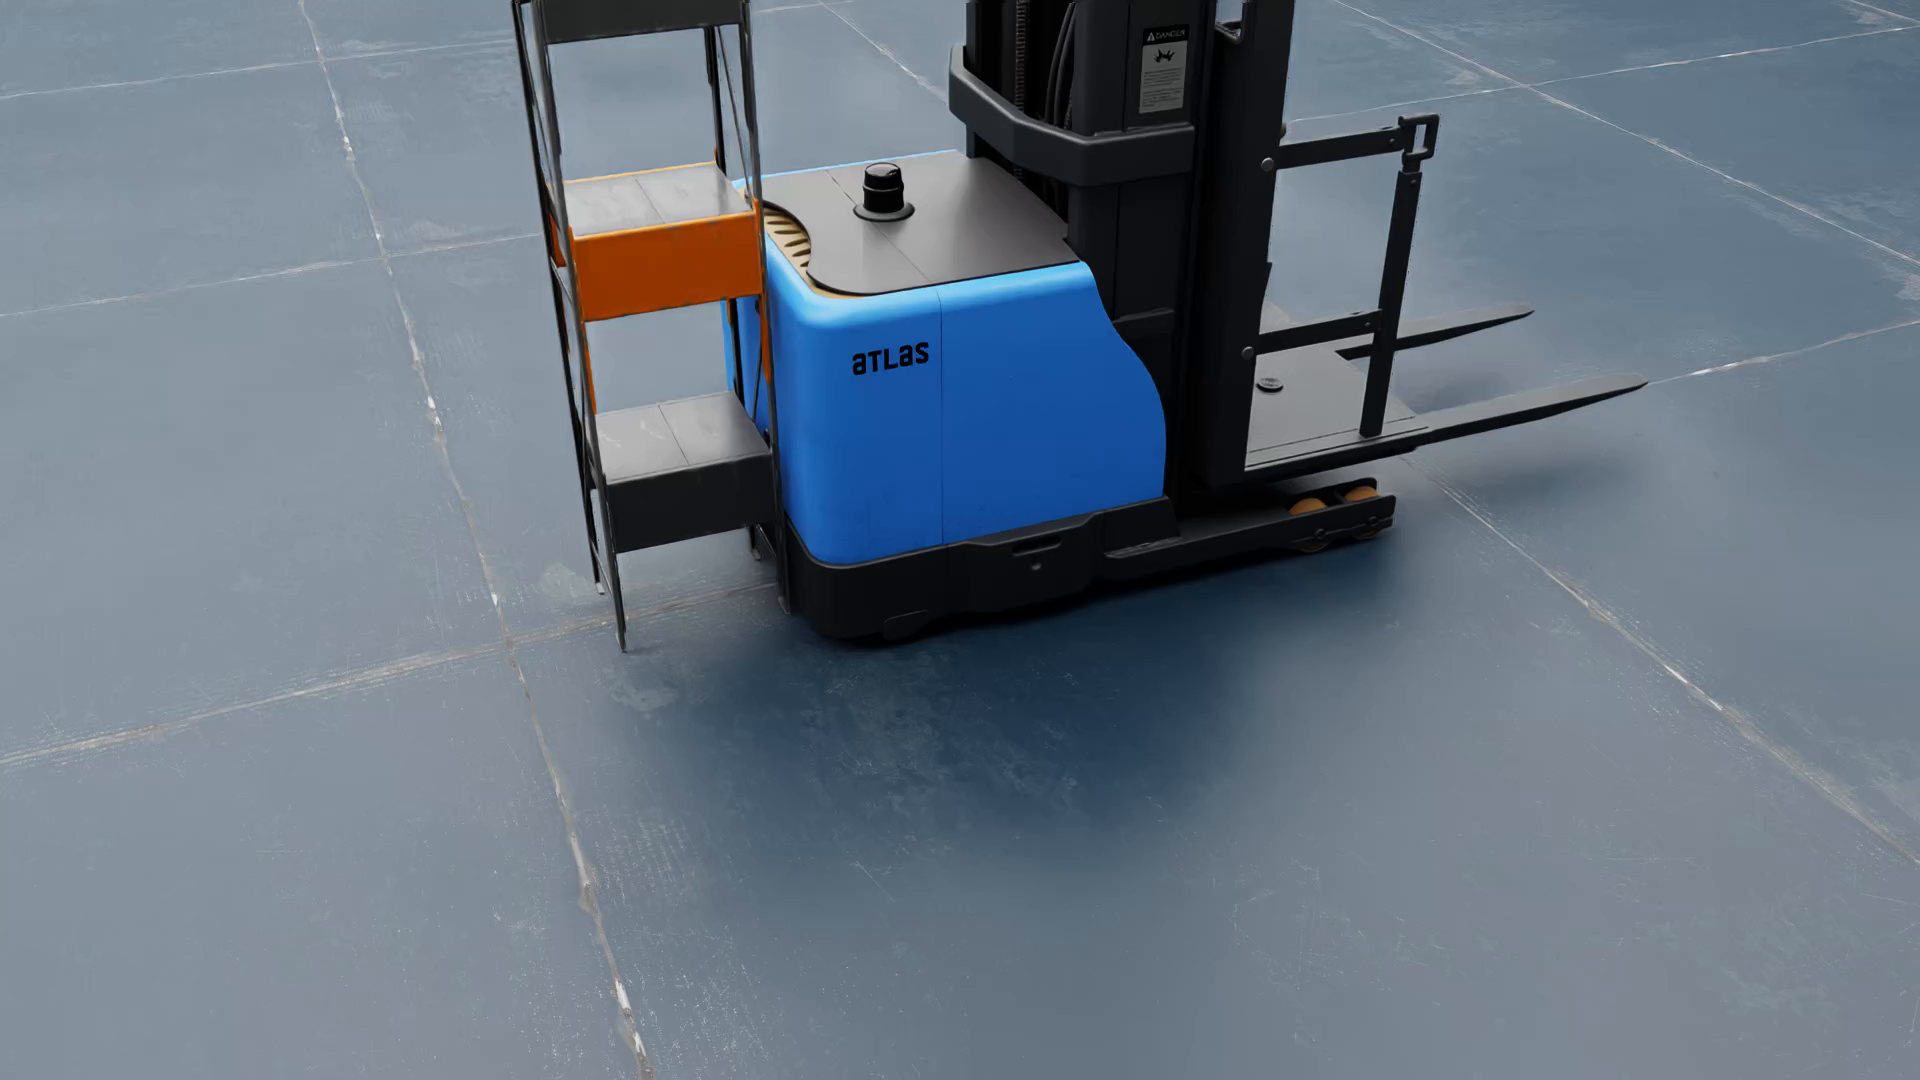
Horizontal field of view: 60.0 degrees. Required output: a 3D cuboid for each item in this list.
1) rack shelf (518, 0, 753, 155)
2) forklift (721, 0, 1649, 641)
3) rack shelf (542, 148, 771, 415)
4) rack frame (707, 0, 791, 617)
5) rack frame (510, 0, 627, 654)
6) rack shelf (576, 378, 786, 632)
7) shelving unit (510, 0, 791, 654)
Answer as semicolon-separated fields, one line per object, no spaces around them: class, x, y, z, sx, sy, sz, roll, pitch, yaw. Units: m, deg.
rack shelf;-0.806;-1.282;4.037;0.480;0.518;0.431;-12;35;-18
forklift;0.825;-1.445;4.784;3.031;2.935;1.130;-12;35;-18
rack shelf;-0.806;-0.695;4.419;0.480;0.518;0.431;-12;35;-18
rack frame;-0.580;-0.756;4.487;0.015;2.100;0.400;-12;35;-18
rack frame;-1.033;-0.657;4.335;0.015;2.100;0.400;-12;35;-18
rack shelf;-0.806;-0.109;4.800;0.480;0.518;0.431;-12;35;-18
shelving unit;-0.806;-0.707;4.411;0.503;2.100;0.431;-12;35;-18
